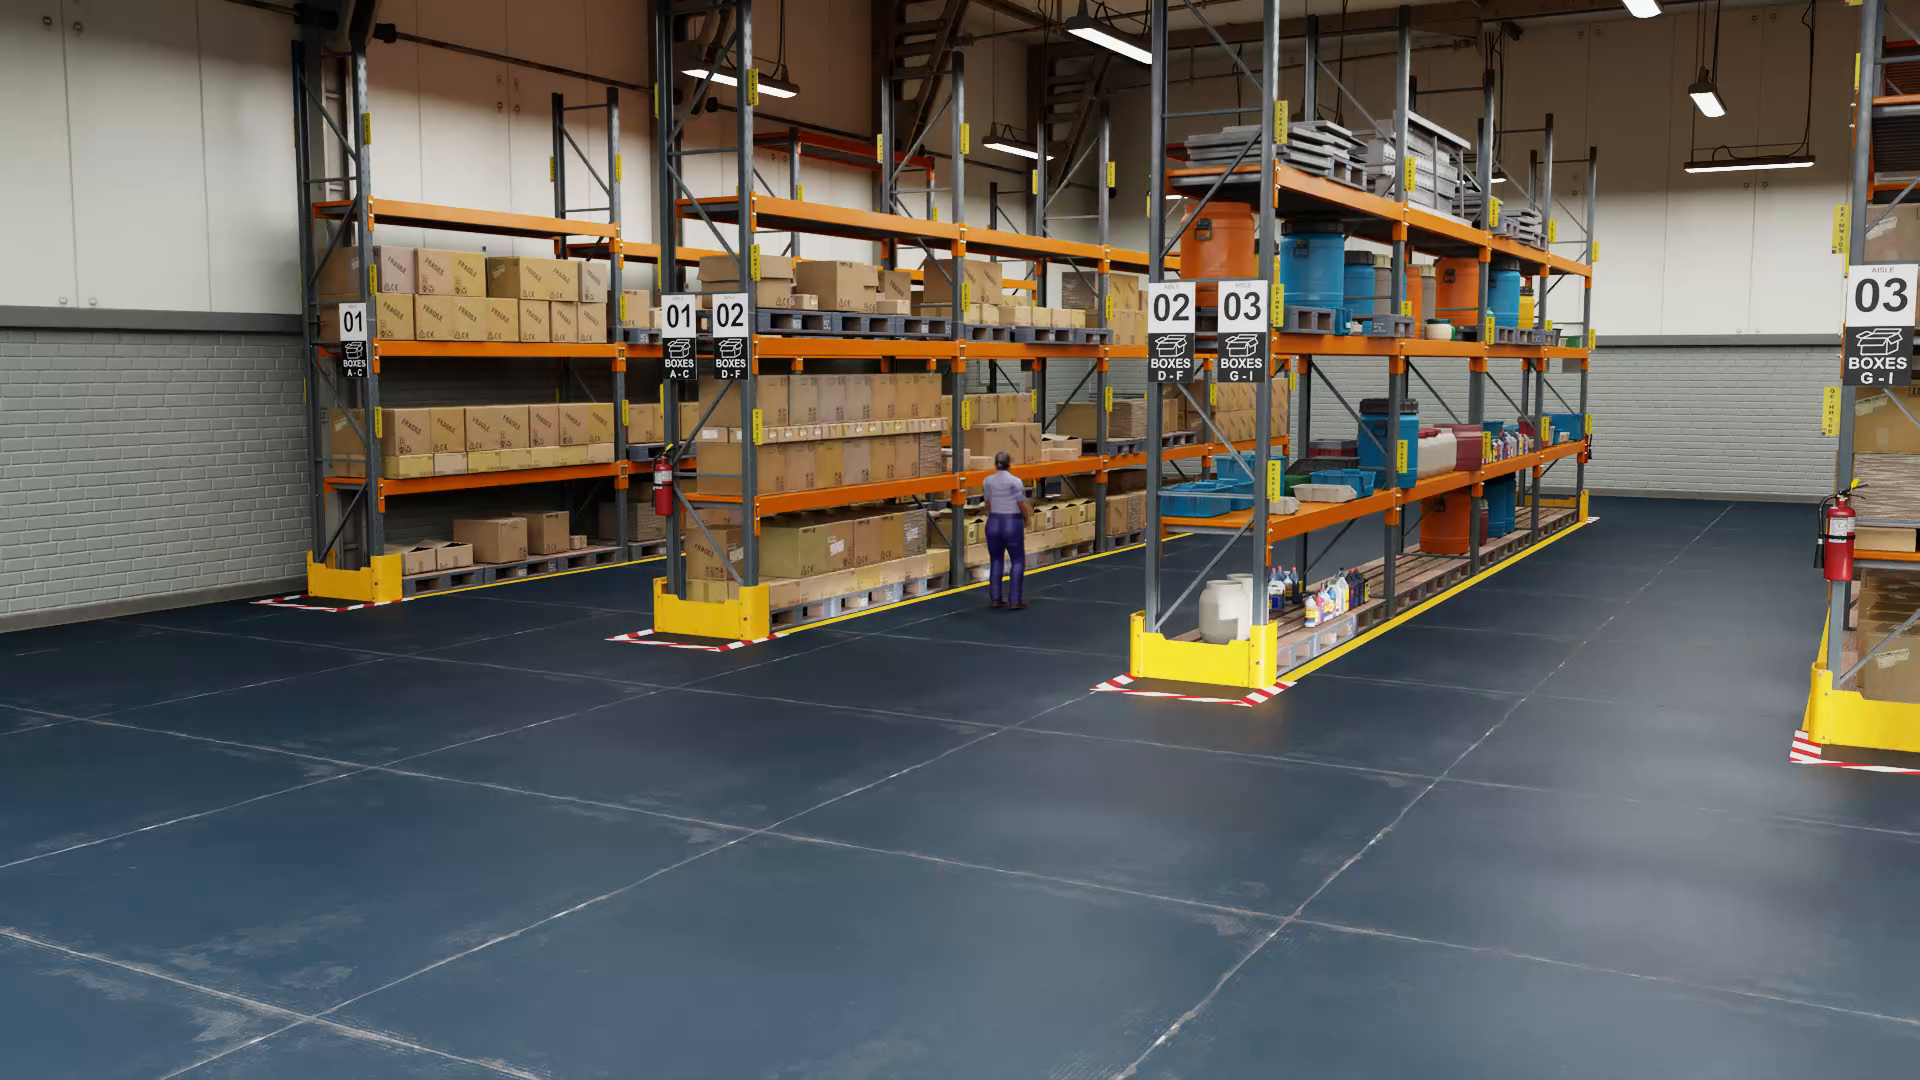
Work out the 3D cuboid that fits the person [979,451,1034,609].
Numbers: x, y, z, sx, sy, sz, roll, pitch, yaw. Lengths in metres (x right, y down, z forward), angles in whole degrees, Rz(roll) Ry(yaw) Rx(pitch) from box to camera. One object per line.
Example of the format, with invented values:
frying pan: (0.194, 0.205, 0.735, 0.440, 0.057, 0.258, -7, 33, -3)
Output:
person: (0.481, -0.110, 17.441, 0.563, 1.653, 0.419, 3, 7, 26)
